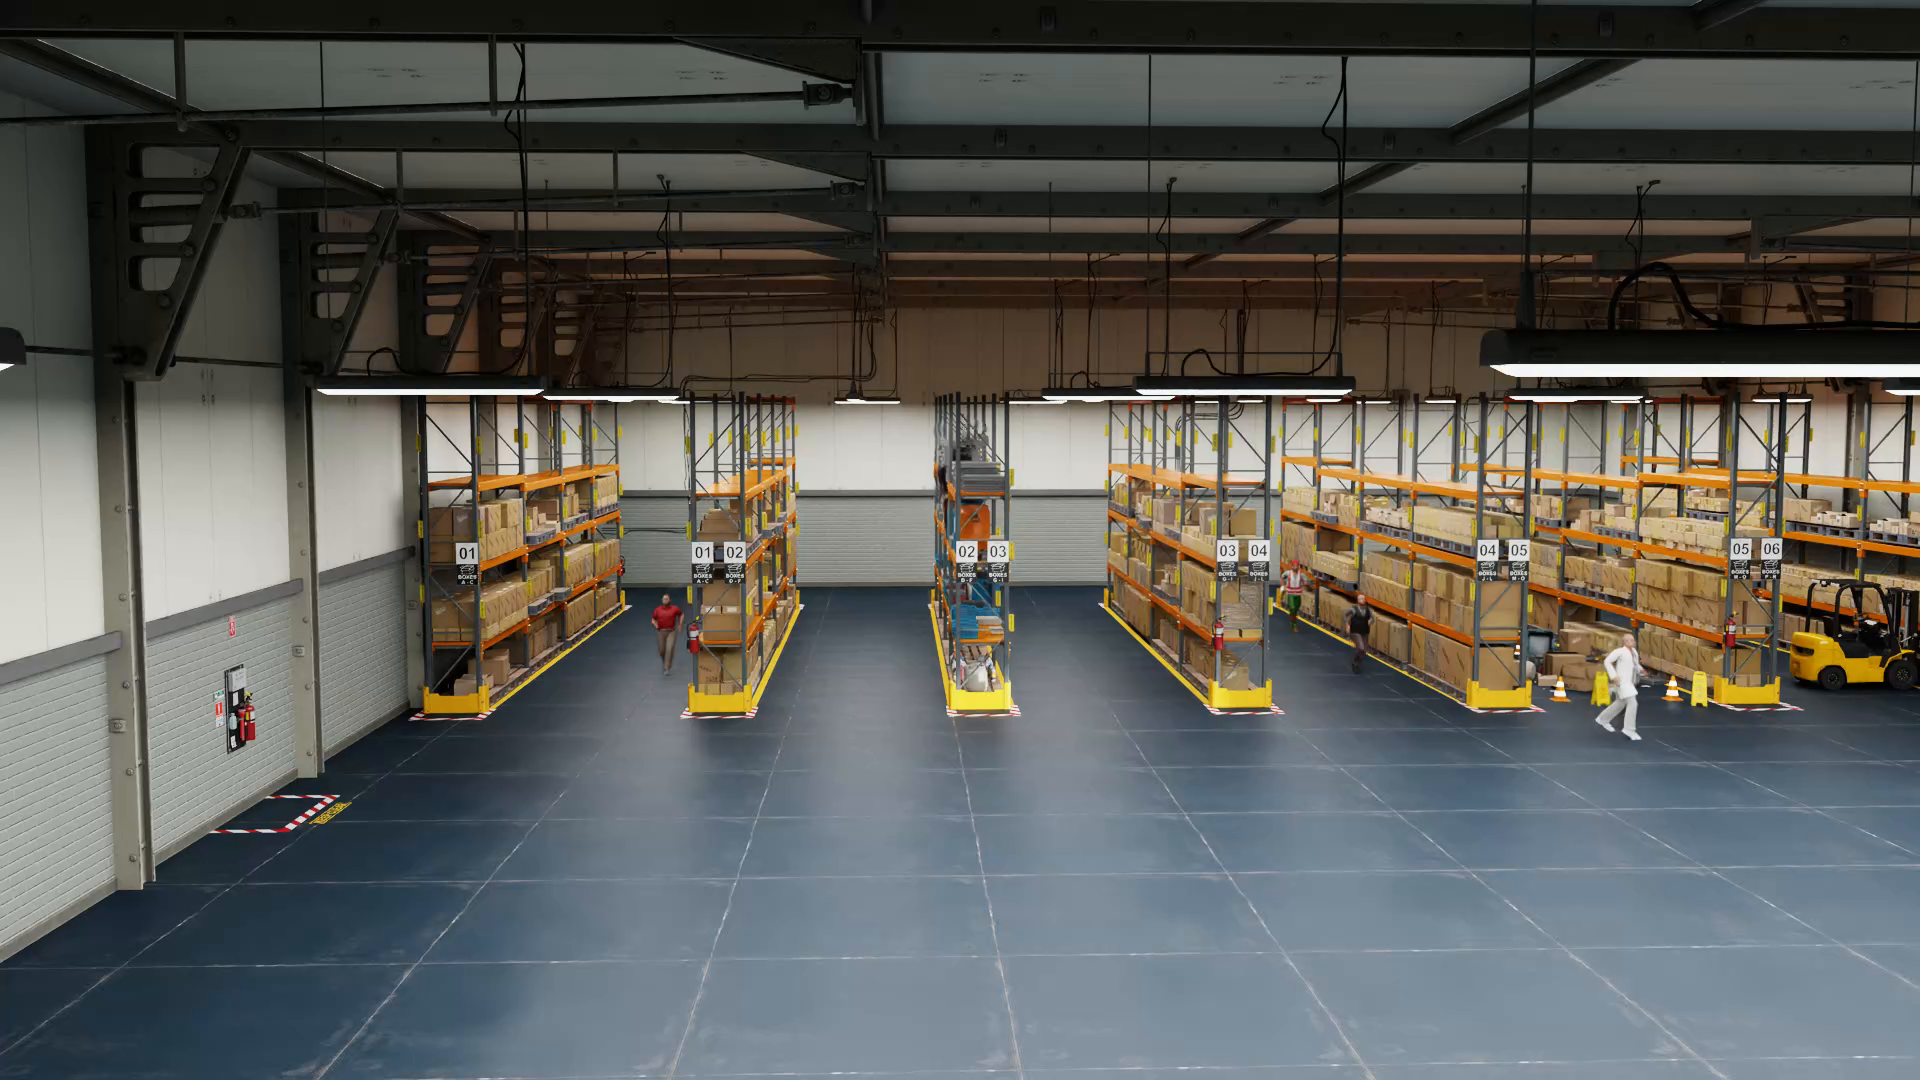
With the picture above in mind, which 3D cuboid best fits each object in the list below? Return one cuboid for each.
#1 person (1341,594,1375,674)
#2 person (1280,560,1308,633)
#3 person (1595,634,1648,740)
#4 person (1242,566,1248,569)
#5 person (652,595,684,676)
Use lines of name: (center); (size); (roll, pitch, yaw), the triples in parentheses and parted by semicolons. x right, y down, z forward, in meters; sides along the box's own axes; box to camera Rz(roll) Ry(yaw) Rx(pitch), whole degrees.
person: (8.568, 2.017, 35.553); (0.644, 1.698, 0.642); (-1, 5, -16)
person: (8.509, 1.411, 42.359); (0.655, 1.813, 0.937); (0, 5, -4)
person: (11.487, 2.530, 28.892); (0.694, 1.843, 0.886); (-4, 6, -42)
person: (7.917, 1.126, 47.754); (0.684, 1.587, 0.529); (2, 5, 25)
person: (-6.277, 2.016, 35.654); (0.678, 1.693, 0.992); (0, 5, -2)
